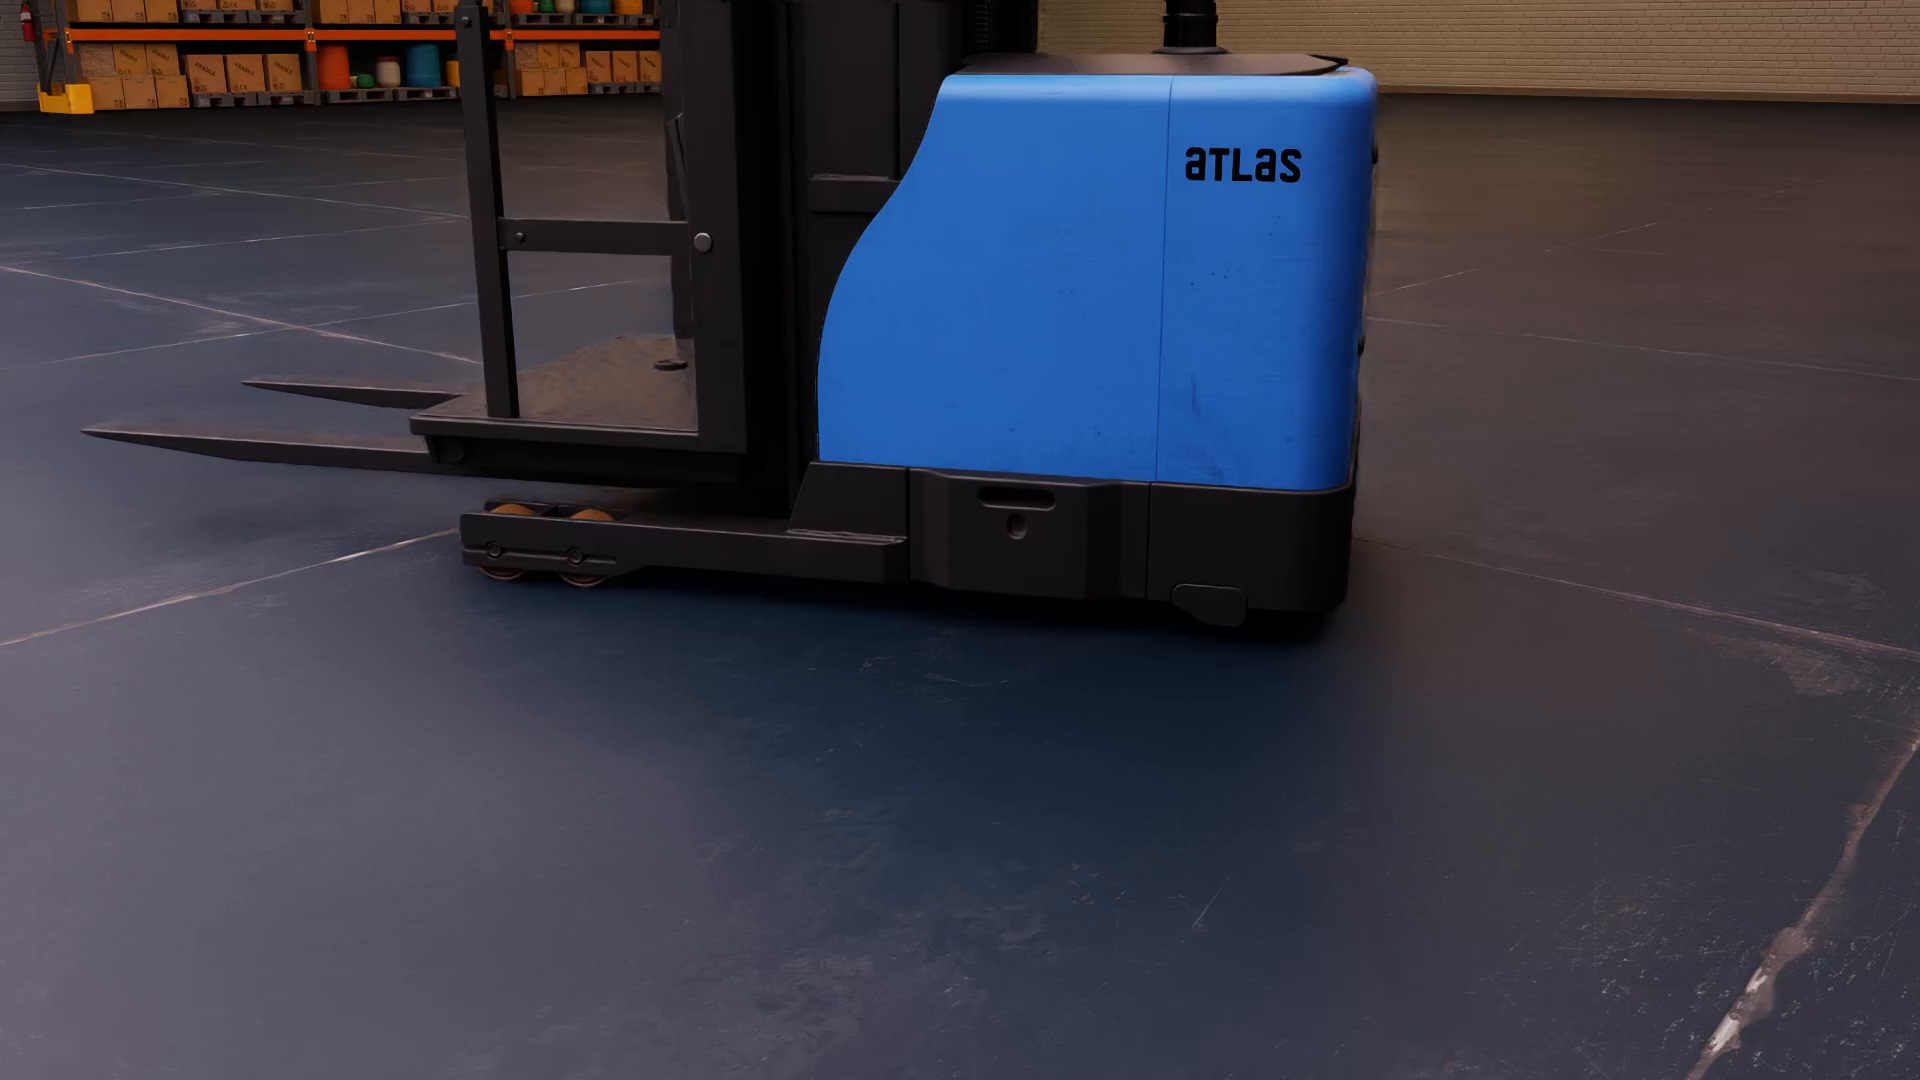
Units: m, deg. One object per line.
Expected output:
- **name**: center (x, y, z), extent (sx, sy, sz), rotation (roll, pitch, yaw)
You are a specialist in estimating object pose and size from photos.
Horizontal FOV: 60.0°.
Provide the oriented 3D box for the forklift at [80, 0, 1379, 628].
- **forklift**: center (-0.601, -1.442, 3.648), extent (3.031, 2.935, 1.130), rotation (4, 17, 14)
